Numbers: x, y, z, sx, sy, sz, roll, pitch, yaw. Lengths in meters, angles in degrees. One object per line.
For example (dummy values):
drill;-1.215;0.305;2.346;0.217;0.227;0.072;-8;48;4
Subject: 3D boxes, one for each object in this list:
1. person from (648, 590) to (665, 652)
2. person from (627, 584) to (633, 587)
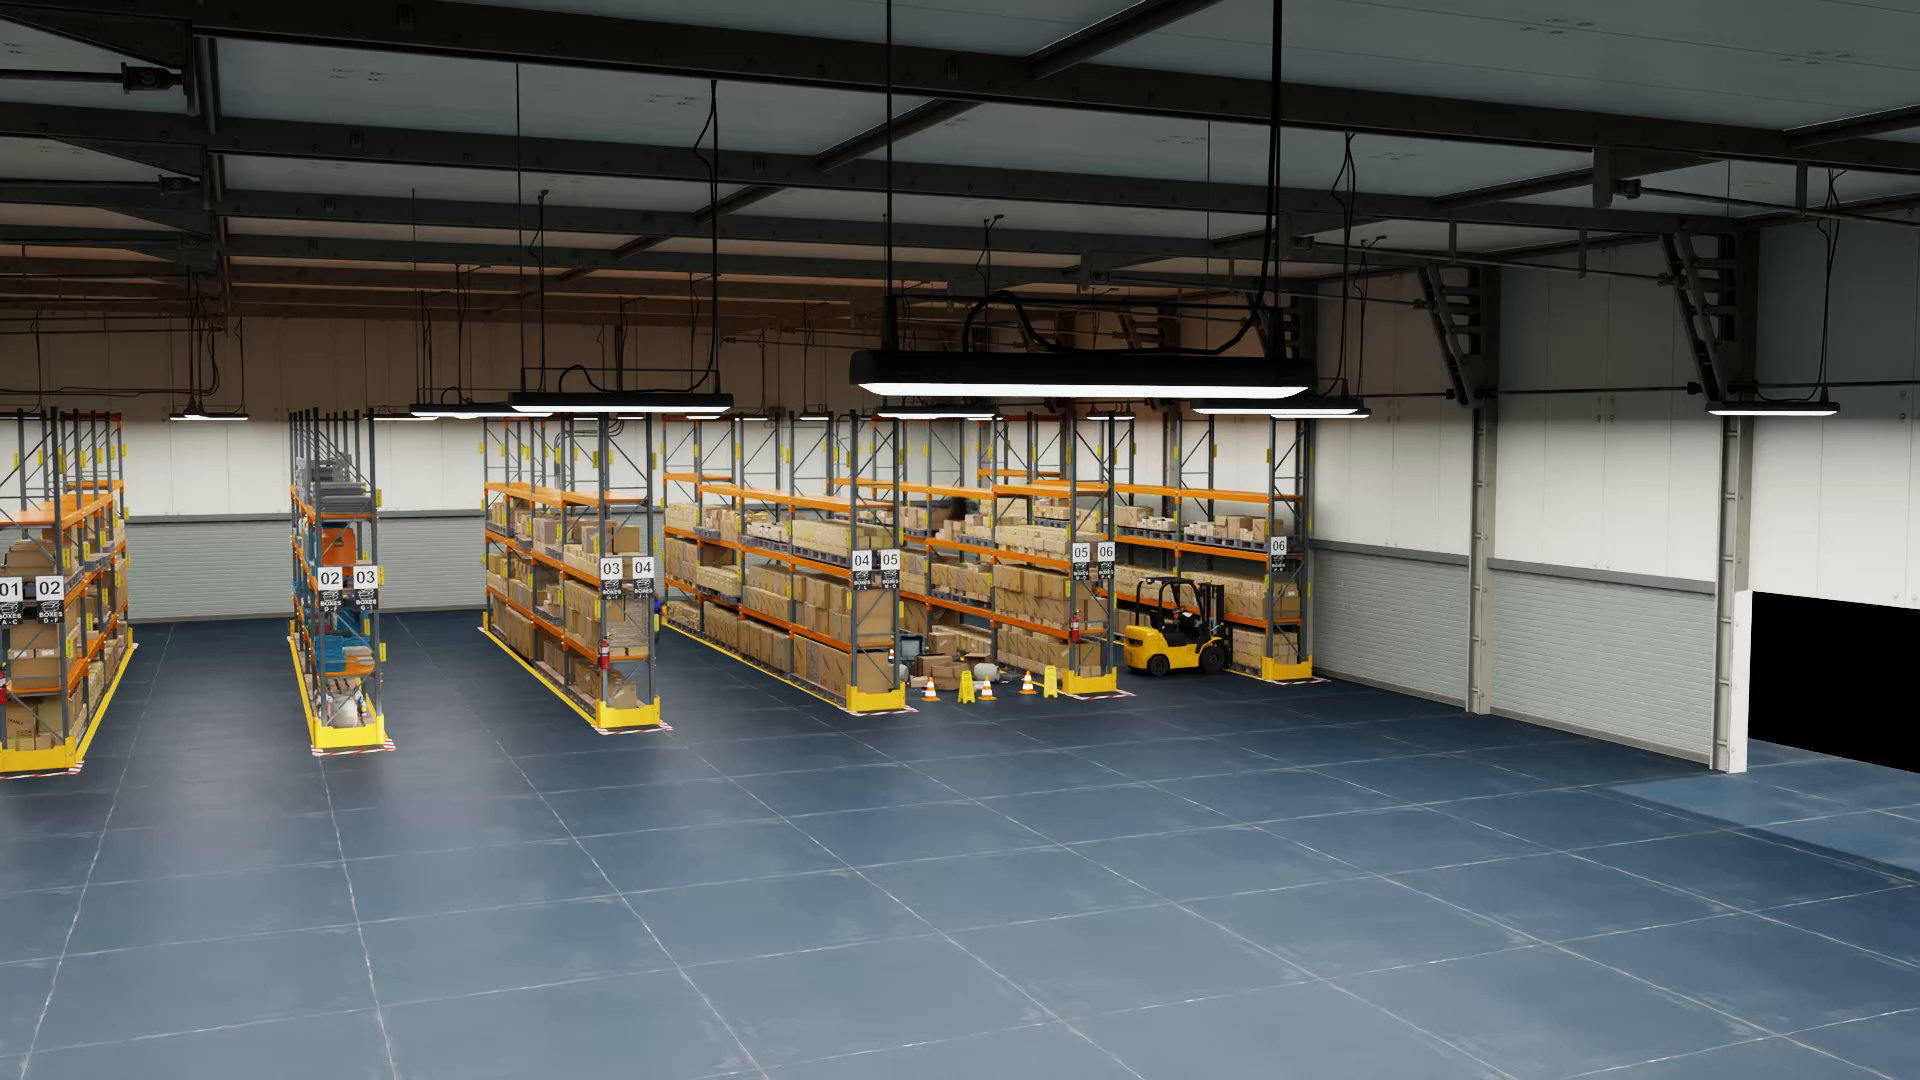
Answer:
person;-7.594;2.064;40.998;0.593;1.687;0.722;-1;4;-18
person;-9.823;1.339;49.986;0.631;1.780;0.468;-1;4;-10
